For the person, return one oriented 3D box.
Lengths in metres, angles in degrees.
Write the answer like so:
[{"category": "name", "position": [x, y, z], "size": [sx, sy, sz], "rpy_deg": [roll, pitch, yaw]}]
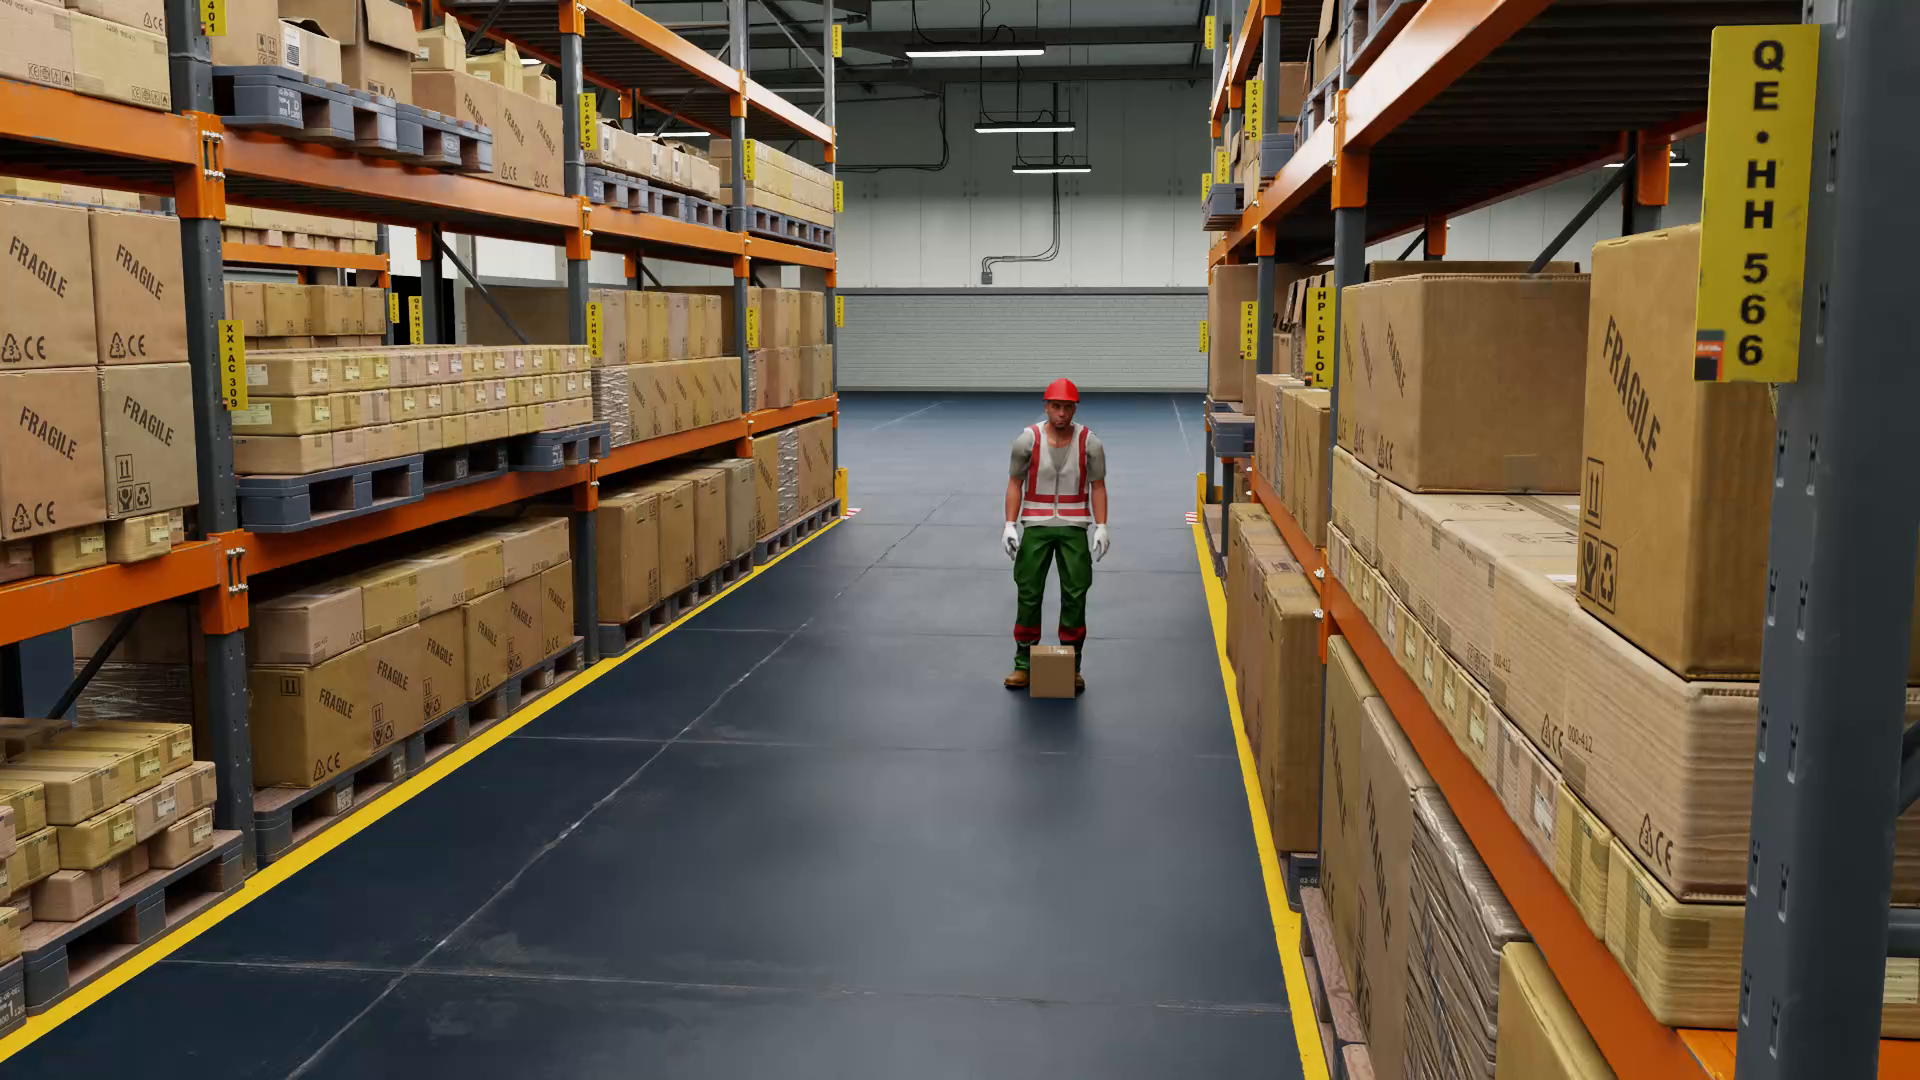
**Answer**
[{"category": "person", "position": [0.552, -0.041, 9.542], "size": [0.619, 1.779, 0.450], "rpy_deg": [0, 7, 2]}]
